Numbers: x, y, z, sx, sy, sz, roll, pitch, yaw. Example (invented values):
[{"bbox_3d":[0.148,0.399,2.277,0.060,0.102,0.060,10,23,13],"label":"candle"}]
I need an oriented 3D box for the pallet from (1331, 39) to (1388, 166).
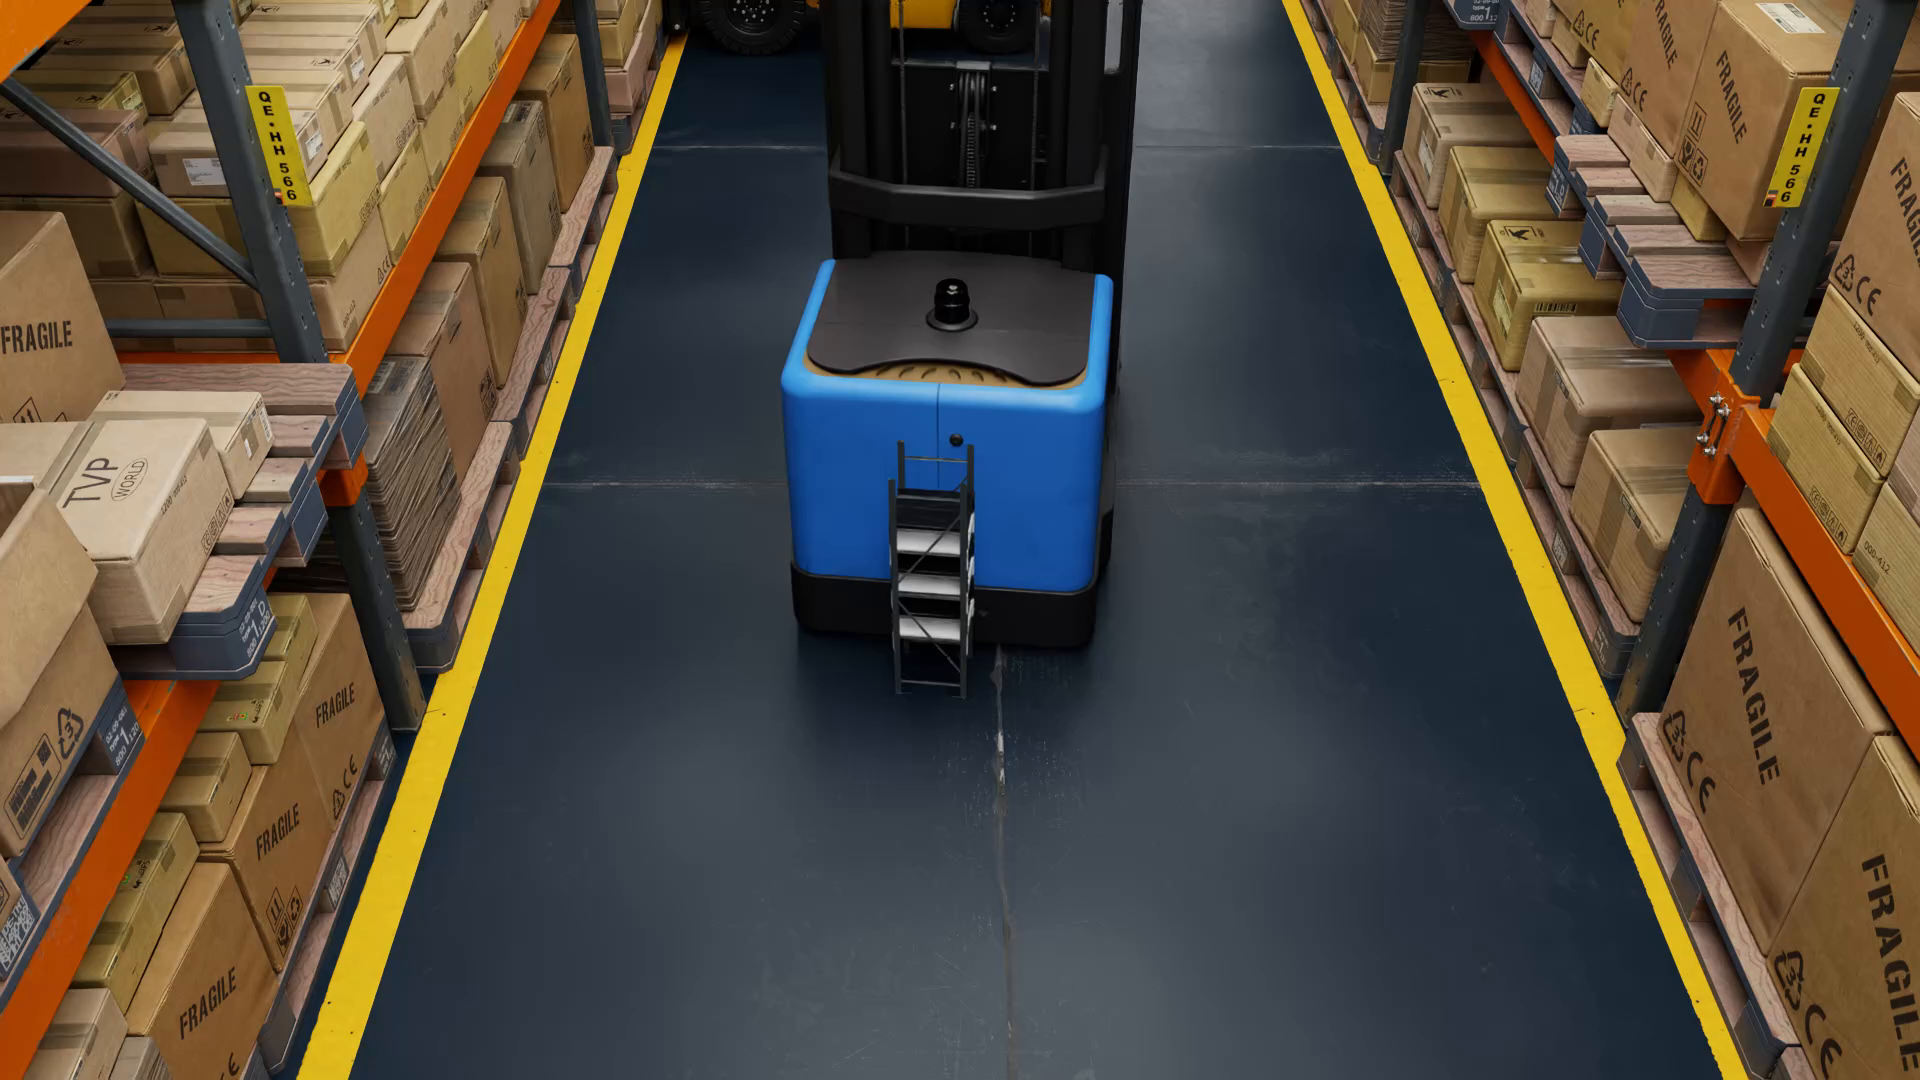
[{"bbox_3d":[2.644,-2.414,9.093,1.003,0.211,1.213,0,39,0],"label":"pallet"}]

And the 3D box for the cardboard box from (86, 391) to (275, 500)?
[{"bbox_3d":[-1.894,-0.230,4.003,0.380,0.149,0.250,1,39,1],"label":"cardboard box"}]

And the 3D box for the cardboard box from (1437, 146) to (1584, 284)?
[{"bbox_3d":[2.687,-1.443,7.417,0.950,0.372,0.625,2,39,3],"label":"cardboard box"}]

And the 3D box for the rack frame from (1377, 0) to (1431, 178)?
[{"bbox_3d":[2.680,-3.082,7.697,1.000,3.000,0.127,0,39,0],"label":"rack frame"}]

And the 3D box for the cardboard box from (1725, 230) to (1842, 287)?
[{"bbox_3d":[2.449,-0.851,4.779,0.380,0.149,0.250,1,39,2],"label":"cardboard box"}]

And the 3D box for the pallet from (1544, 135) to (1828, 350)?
[{"bbox_3d":[2.577,-0.951,5.192,1.213,0.211,1.003,0,39,0],"label":"pallet"}]

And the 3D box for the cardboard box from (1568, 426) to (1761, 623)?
[{"bbox_3d":[2.694,-0.072,5.707,0.950,0.372,0.625,-2,39,-3],"label":"cardboard box"}]

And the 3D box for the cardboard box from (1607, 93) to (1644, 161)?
[{"bbox_3d":[2.339,-1.334,5.381,0.380,0.149,0.250,-2,39,-2],"label":"cardboard box"}]

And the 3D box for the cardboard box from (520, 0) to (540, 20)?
[{"bbox_3d":[-2.015,-2.388,6.951,0.500,0.250,0.500,0,39,0],"label":"cardboard box"}]

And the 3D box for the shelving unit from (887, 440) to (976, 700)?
[{"bbox_3d":[-0.087,0.112,5.391,0.258,0.900,0.210,4,39,5],"label":"shelving unit"}]

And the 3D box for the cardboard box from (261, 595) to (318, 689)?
[{"bbox_3d":[-2.025,0.292,4.631,0.380,0.149,0.250,-2,39,-2],"label":"cardboard box"}]

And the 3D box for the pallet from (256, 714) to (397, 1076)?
[{"bbox_3d":[-2.316,0.980,4.858,1.003,0.211,1.213,0,39,0],"label":"pallet"}]

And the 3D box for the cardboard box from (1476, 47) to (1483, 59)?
[{"bbox_3d":[2.949,-2.835,8.652,0.500,0.500,0.500,2,39,2],"label":"cardboard box"}]

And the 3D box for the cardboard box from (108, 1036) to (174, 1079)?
[{"bbox_3d":[-2.051,1.466,3.685,0.500,0.500,0.500,-1,39,-2],"label":"cardboard box"}]

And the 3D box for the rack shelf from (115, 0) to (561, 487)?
[{"bbox_3d":[-2.281,-1.545,6.354,1.077,0.370,4.000,0,39,0],"label":"rack shelf"}]

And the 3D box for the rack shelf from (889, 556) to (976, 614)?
[{"bbox_3d":[-0.087,0.138,5.412,0.258,0.077,0.200,4,39,5],"label":"rack shelf"}]

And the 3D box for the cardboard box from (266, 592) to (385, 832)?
[{"bbox_3d":[-2.063,0.501,4.889,0.500,0.500,0.500,1,39,1],"label":"cardboard box"}]

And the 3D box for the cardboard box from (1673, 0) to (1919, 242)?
[{"bbox_3d":[2.406,-1.184,4.675,0.500,0.500,0.500,-1,39,-1],"label":"cardboard box"}]

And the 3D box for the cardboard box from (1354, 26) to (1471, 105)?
[{"bbox_3d":[2.411,-2.542,8.887,0.500,0.250,0.500,2,39,2],"label":"cardboard box"}]

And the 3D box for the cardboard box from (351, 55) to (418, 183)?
[{"bbox_3d":[-2.035,-1.302,5.196,0.500,0.250,0.500,1,39,1],"label":"cardboard box"}]

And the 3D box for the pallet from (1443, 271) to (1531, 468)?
[{"bbox_3d":[2.687,-0.742,7.007,1.003,0.211,1.213,0,39,0],"label":"pallet"}]

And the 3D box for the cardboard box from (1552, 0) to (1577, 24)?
[{"bbox_3d":[2.393,-2.164,5.898,0.500,0.500,0.500,-2,39,-2],"label":"cardboard box"}]

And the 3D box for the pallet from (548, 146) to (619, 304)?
[{"bbox_3d":[-2.244,-1.527,7.987,1.003,0.211,1.213,0,39,0],"label":"pallet"}]

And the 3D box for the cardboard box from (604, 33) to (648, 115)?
[{"bbox_3d":[-1.953,-2.470,8.796,0.500,0.250,0.500,0,39,0],"label":"cardboard box"}]

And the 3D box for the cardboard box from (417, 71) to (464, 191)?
[{"bbox_3d":[-2.038,-1.430,5.756,0.500,0.250,0.500,-1,39,-2],"label":"cardboard box"}]

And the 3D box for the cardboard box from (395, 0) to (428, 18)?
[{"bbox_3d":[-1.997,-1.873,5.590,0.380,0.149,0.250,1,39,1],"label":"cardboard box"}]

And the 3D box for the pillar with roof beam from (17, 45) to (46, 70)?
[{"bbox_3d":[1.123,-3.733,3.713,9.100,9.000,0.400,0,39,0],"label":"pillar with roof beam"}]

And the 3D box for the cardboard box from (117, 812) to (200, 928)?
[{"bbox_3d":[-2.083,0.793,4.006,0.380,0.149,0.250,1,39,1],"label":"cardboard box"}]

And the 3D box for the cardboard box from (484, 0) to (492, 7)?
[{"bbox_3d":[-2.025,-2.264,6.397,0.500,0.250,0.500,1,39,1],"label":"cardboard box"}]

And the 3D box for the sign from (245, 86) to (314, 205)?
[{"bbox_3d":[-1.736,-1.002,4.239,0.100,0.325,0.005,0,39,0],"label":"sign"}]

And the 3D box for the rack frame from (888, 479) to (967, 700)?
[{"bbox_3d":[-0.098,0.175,5.312,0.240,0.900,0.006,4,39,5],"label":"rack frame"}]

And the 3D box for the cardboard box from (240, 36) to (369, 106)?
[{"bbox_3d":[-2.012,-1.394,4.992,0.380,0.149,0.250,1,39,1],"label":"cardboard box"}]

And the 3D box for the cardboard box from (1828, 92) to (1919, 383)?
[{"bbox_3d":[2.441,-0.701,3.847,0.500,0.500,0.500,-1,39,-2],"label":"cardboard box"}]

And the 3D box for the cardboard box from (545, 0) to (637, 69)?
[{"bbox_3d":[-1.975,-2.665,8.640,0.500,0.250,0.500,0,39,0],"label":"cardboard box"}]

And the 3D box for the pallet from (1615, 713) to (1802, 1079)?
[{"bbox_3d":[2.610,1.001,4.833,1.003,0.211,1.213,0,39,0],"label":"pallet"}]

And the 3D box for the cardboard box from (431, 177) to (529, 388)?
[{"bbox_3d":[-2.276,-1.032,6.702,0.875,0.625,0.625,-2,39,-2],"label":"cardboard box"}]

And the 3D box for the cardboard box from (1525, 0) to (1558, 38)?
[{"bbox_3d":[2.339,-1.987,6.196,0.380,0.149,0.250,1,39,2],"label":"cardboard box"}]

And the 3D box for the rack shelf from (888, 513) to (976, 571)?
[{"bbox_3d":[-0.087,-0.003,5.299,0.258,0.077,0.200,4,39,5],"label":"rack shelf"}]

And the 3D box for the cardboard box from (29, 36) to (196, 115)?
[{"bbox_3d":[-2.533,-1.396,4.994,0.380,0.149,0.250,0,39,0],"label":"cardboard box"}]

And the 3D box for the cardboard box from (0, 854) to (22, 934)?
[{"bbox_3d":[-2.053,0.607,2.679,0.700,0.500,0.500,0,39,0],"label":"cardboard box"}]

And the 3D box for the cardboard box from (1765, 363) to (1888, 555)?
[{"bbox_3d":[2.434,-0.216,4.241,0.500,0.250,0.500,-1,39,-1],"label":"cardboard box"}]

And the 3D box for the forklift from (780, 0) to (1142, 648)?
[{"bbox_3d":[0.097,-1.689,6.014,1.130,2.935,3.031,4,39,5],"label":"forklift"}]
